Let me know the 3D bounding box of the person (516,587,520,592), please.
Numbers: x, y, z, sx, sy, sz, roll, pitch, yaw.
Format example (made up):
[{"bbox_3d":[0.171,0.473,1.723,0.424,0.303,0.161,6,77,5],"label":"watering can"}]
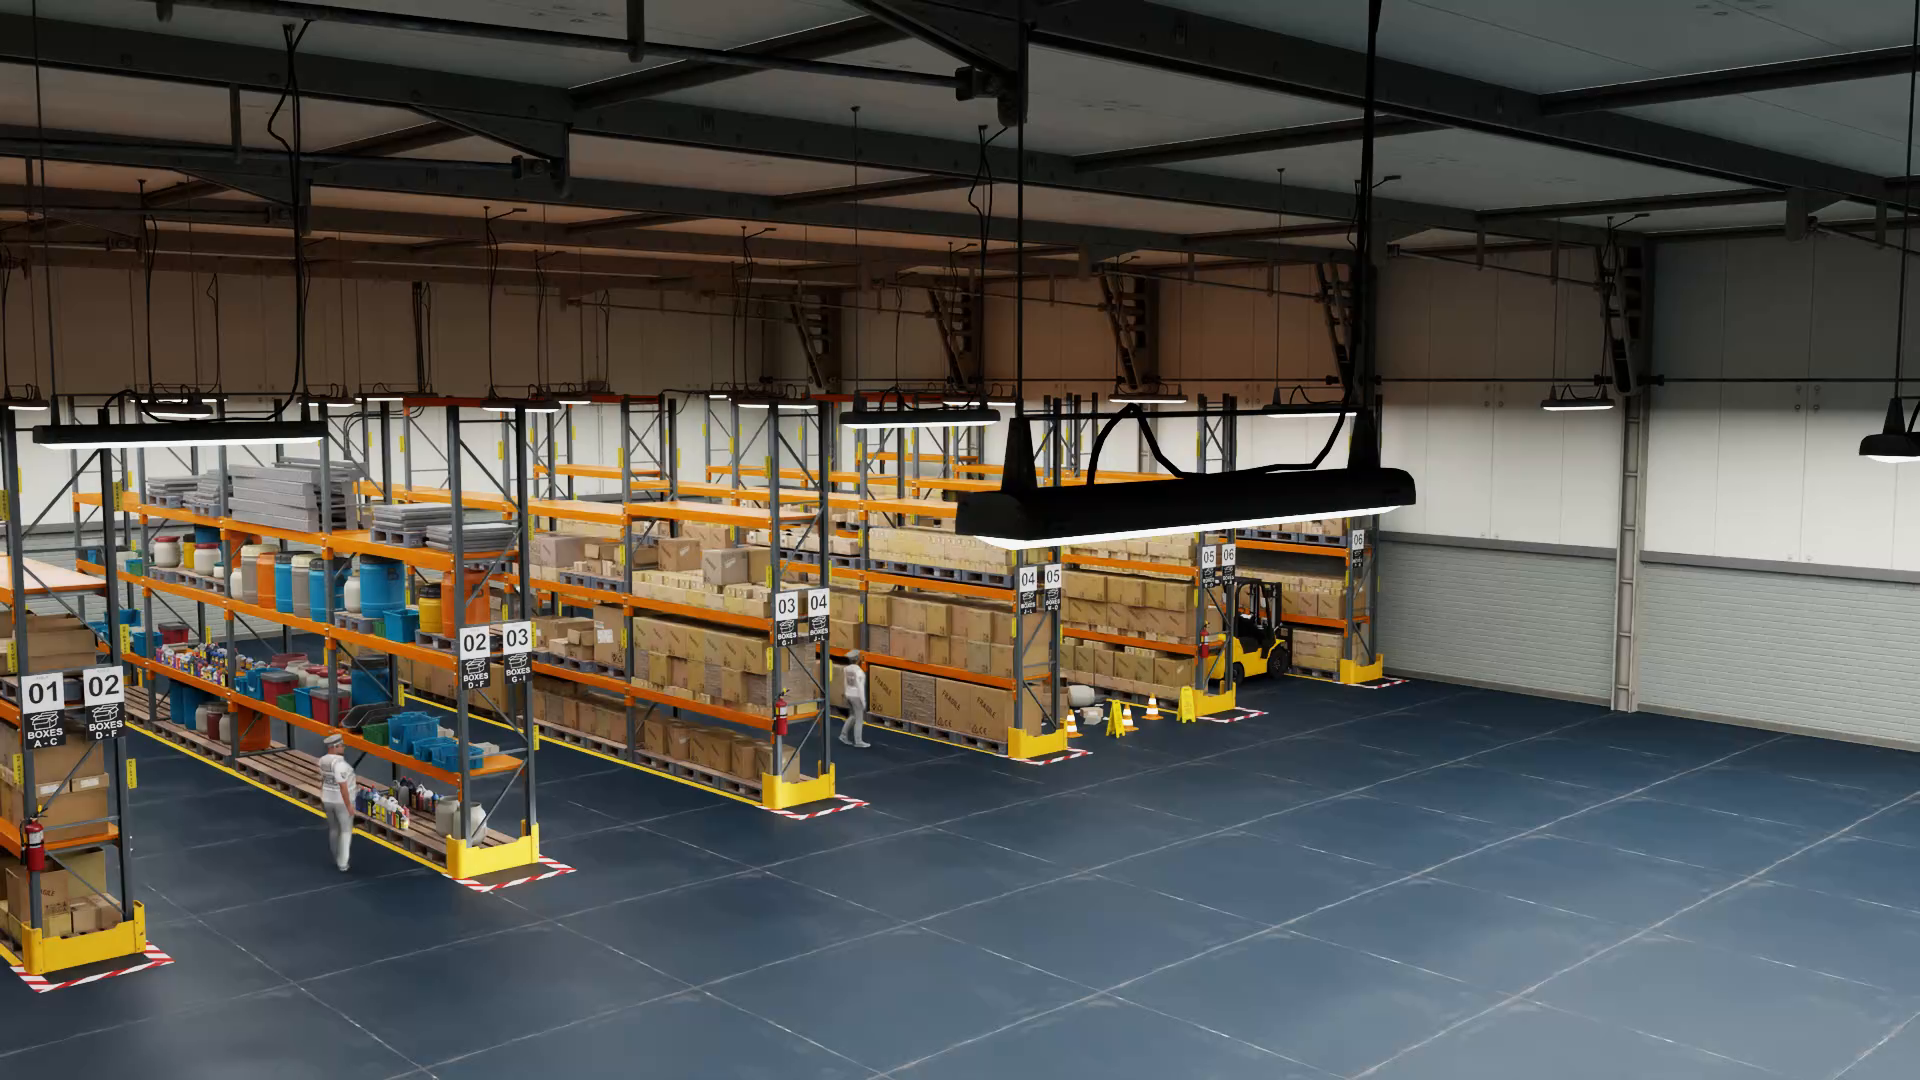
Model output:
[{"bbox_3d":[-9.608,1.904,36.469,0.623,1.793,0.429,4,7,33],"label":"person"}]

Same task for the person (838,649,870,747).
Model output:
[{"bbox_3d":[-1.800,2.737,28.688,0.449,1.689,0.541,-3,6,-27],"label":"person"}]

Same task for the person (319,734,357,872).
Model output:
[{"bbox_3d":[-8.017,3.371,21.622,0.549,1.763,0.576,2,6,23],"label":"person"}]
